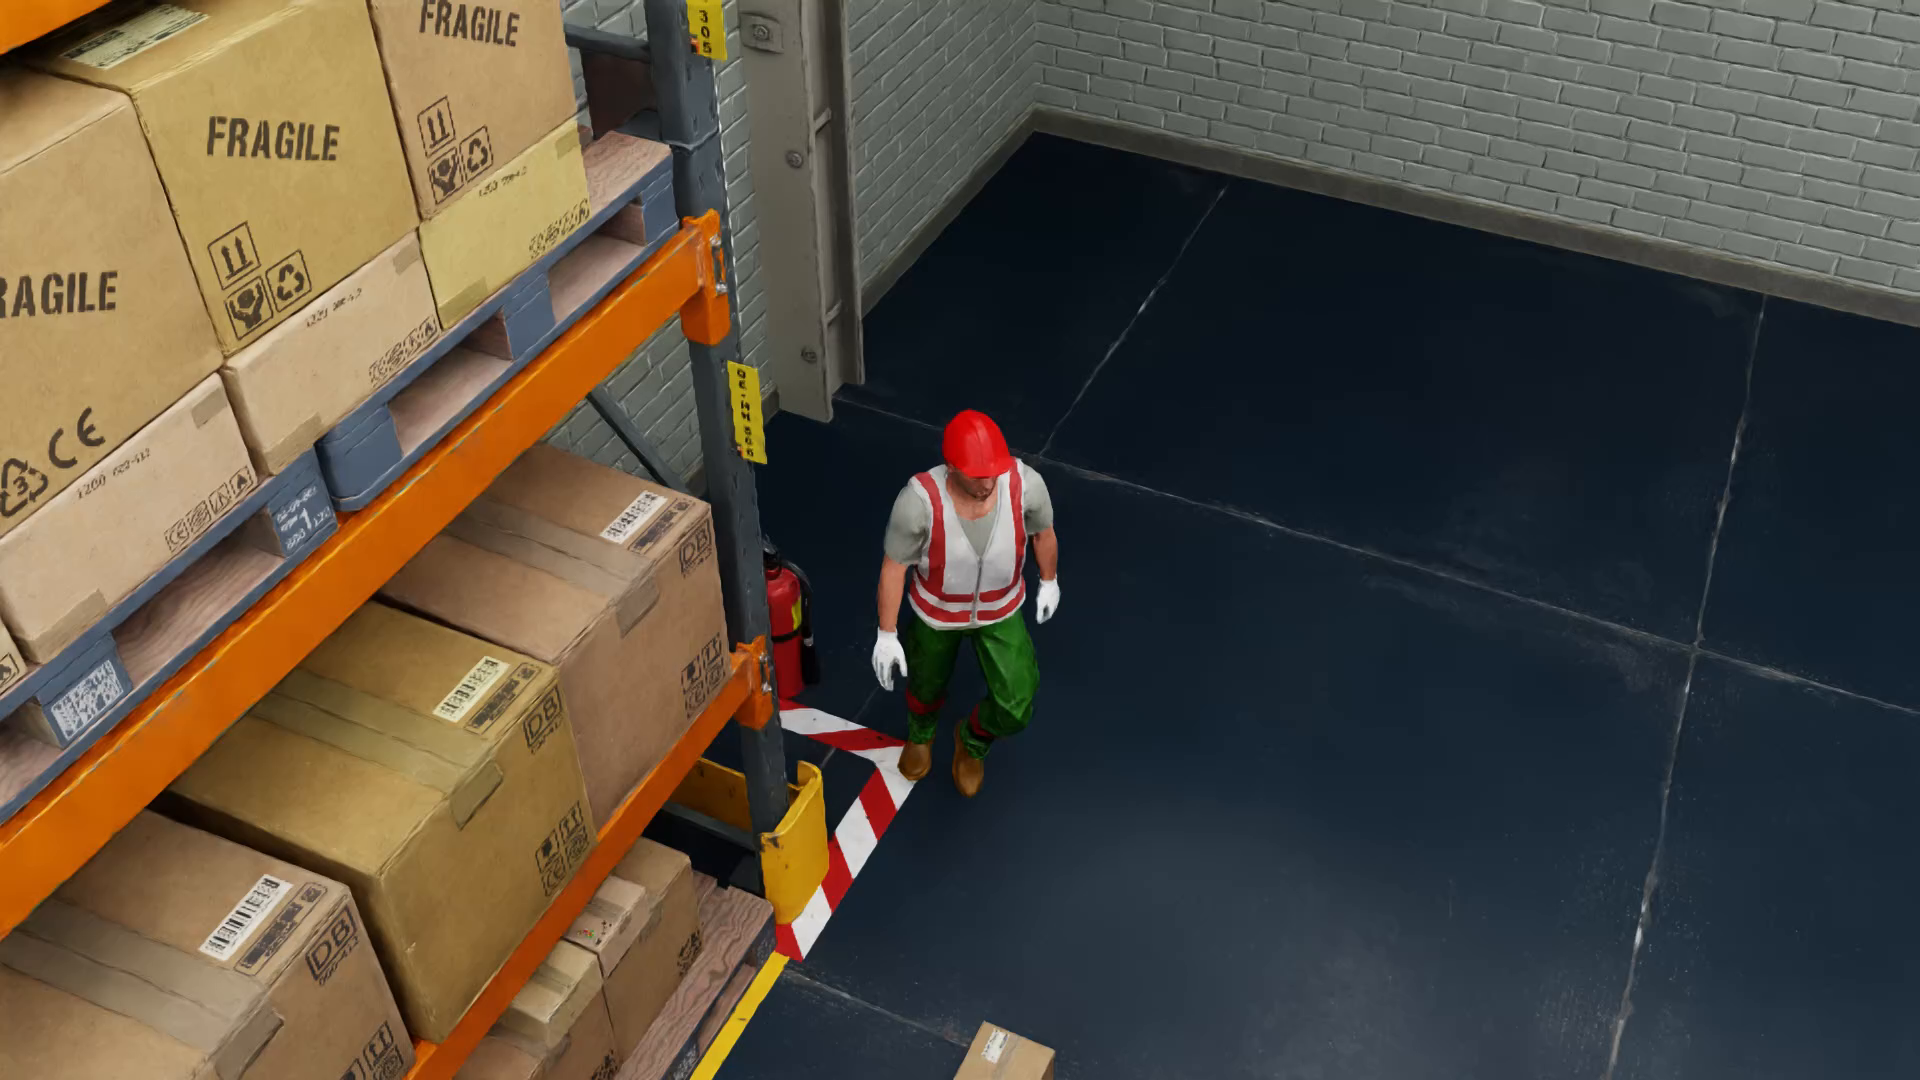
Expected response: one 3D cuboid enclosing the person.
[{"bbox_3d":[0.020,0.251,5.850,0.711,1.795,0.538,-7,42,-7],"label":"person"}]
